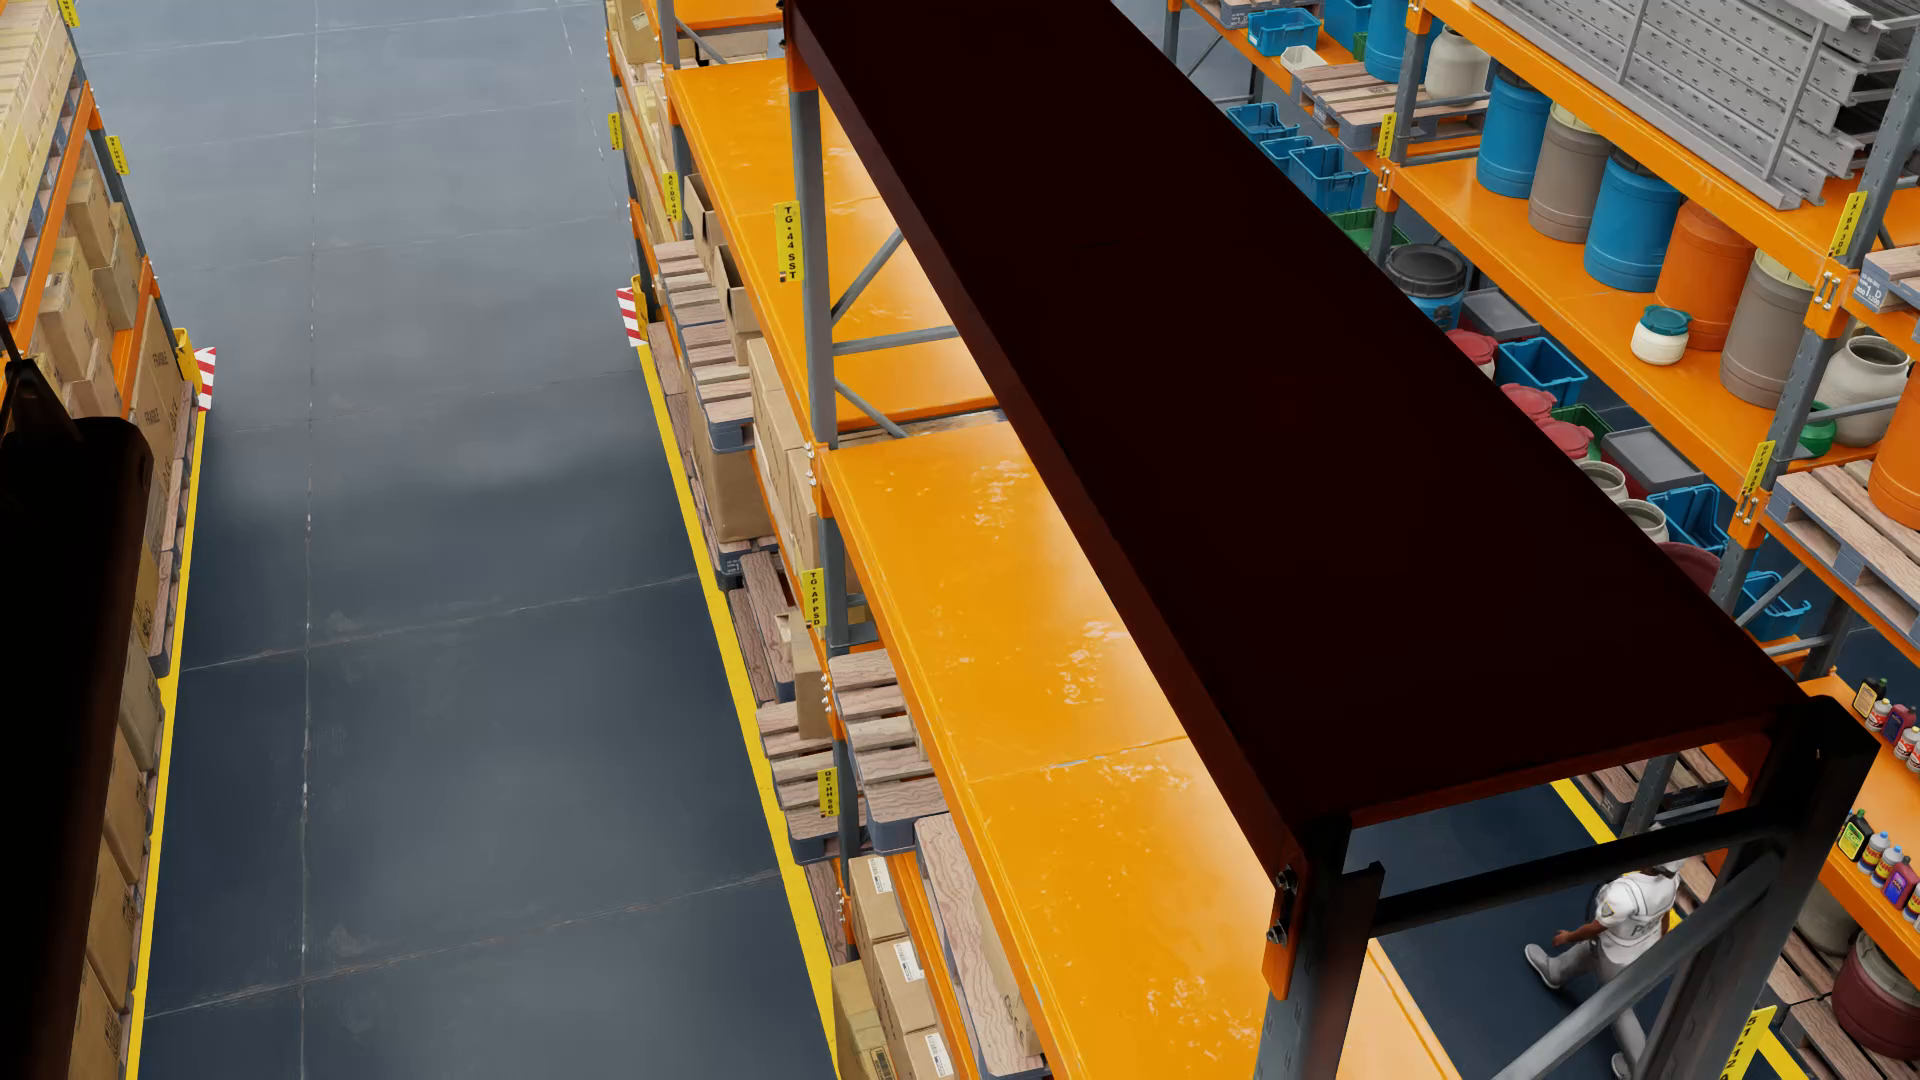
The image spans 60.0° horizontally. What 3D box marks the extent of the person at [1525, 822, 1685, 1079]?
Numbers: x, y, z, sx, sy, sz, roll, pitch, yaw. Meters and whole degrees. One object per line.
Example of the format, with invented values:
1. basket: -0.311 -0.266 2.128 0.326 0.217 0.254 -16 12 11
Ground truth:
1. person: 3.477 2.101 8.835 0.479 1.624 1.068 -21 43 -24
